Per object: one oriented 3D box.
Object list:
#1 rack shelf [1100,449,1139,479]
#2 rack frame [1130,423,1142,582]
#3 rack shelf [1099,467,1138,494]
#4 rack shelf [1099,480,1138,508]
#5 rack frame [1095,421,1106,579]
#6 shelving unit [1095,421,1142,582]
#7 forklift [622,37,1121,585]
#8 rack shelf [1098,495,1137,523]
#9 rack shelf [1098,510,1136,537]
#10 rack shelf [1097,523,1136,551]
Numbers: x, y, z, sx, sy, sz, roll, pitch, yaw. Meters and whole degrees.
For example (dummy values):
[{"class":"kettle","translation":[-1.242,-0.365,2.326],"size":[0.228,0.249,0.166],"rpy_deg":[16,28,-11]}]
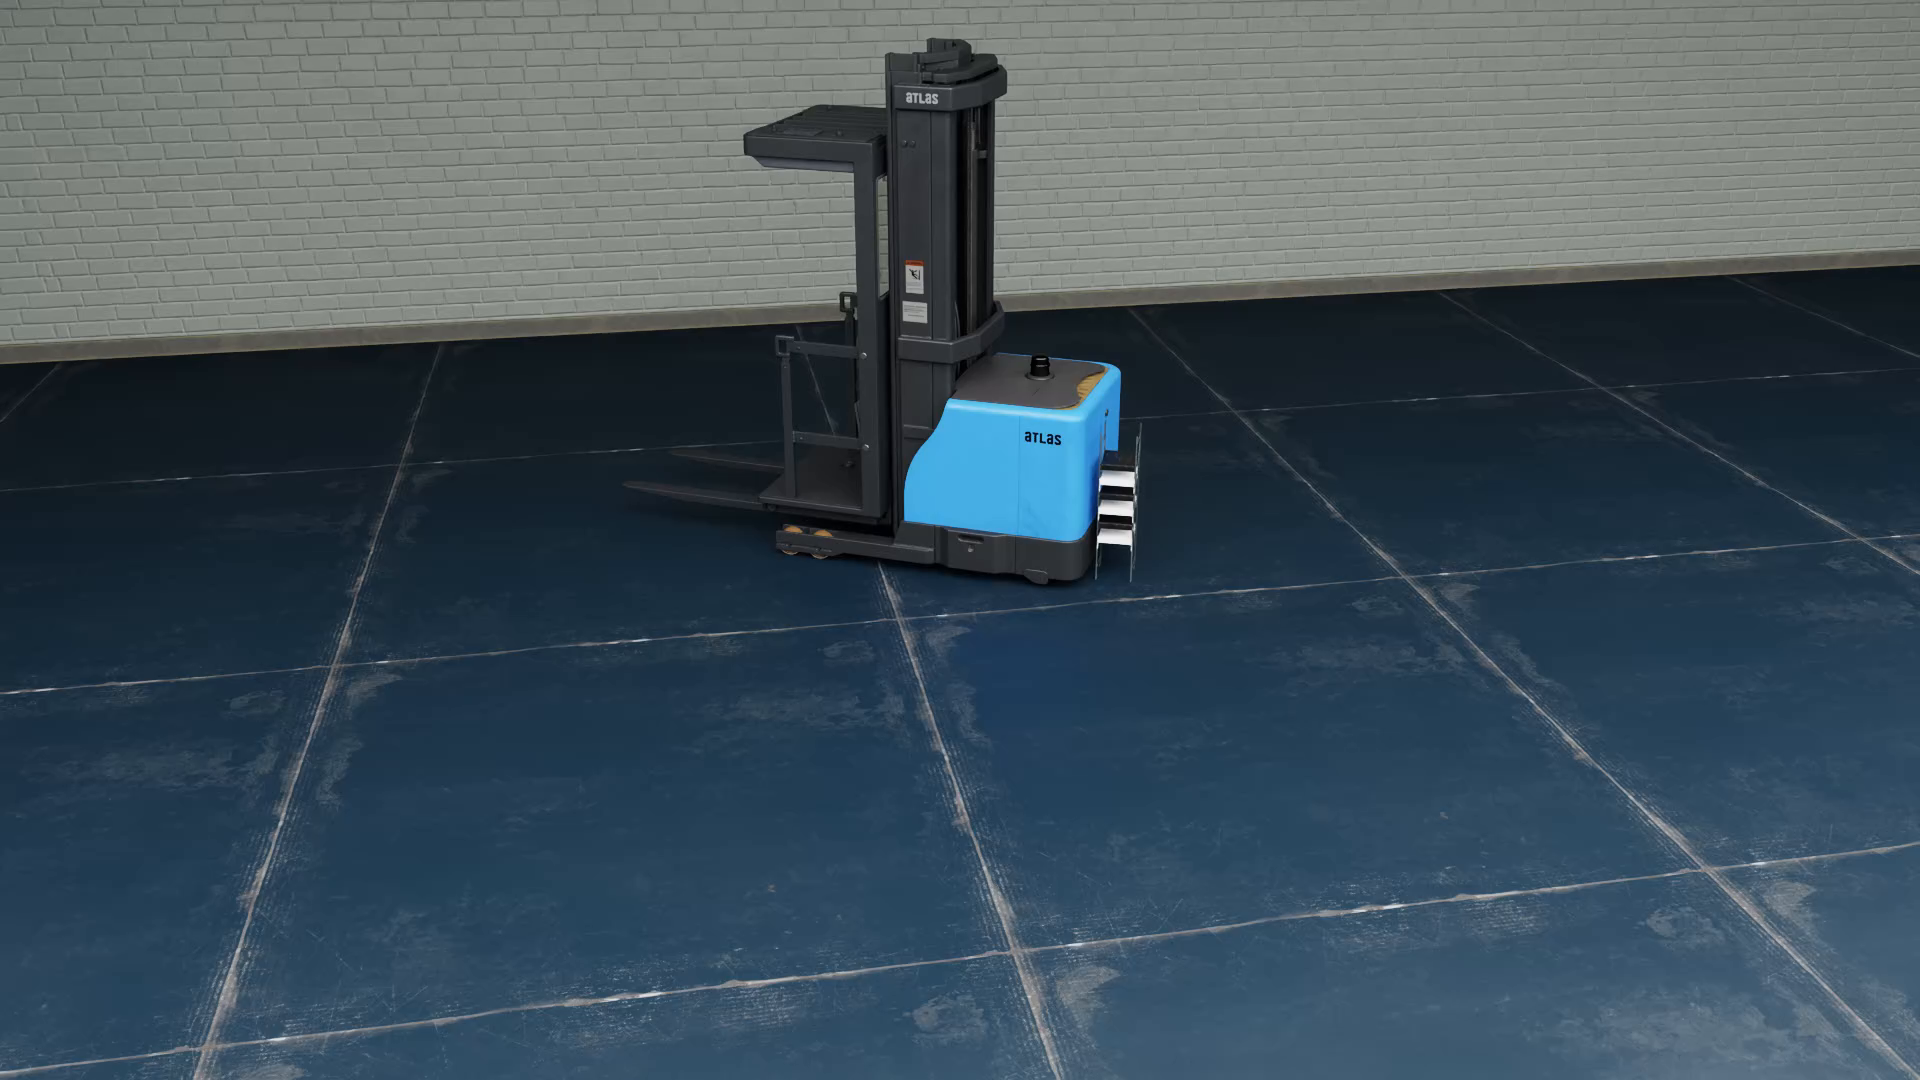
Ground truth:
[{"class":"rack shelf","translation":[0.916,-0.438,9.537],"size":[0.200,0.077,0.258],"rpy_deg":[4,24,10]},{"class":"rack frame","translation":[1.016,-0.213,9.613],"size":[0.006,0.900,0.240],"rpy_deg":[4,24,10]},{"class":"rack shelf","translation":[0.916,-0.355,9.573],"size":[0.200,0.077,0.258],"rpy_deg":[4,24,10]},{"class":"rack shelf","translation":[0.916,-0.273,9.609],"size":[0.200,0.077,0.258],"rpy_deg":[4,24,10]},{"class":"rack frame","translation":[0.816,-0.229,9.649],"size":[0.006,0.900,0.240],"rpy_deg":[4,24,10]},{"class":"shelving unit","translation":[0.916,-0.221,9.631],"size":[0.210,0.900,0.258],"rpy_deg":[4,24,10]},{"class":"forklift","translation":[-0.596,-1.422,9.844],"size":[3.031,2.935,1.130],"rpy_deg":[8,25,17]},{"class":"rack shelf","translation":[0.916,-0.190,9.645],"size":[0.200,0.077,0.258],"rpy_deg":[4,24,10]},{"class":"rack shelf","translation":[0.916,-0.108,9.681],"size":[0.200,0.077,0.258],"rpy_deg":[4,24,10]},{"class":"rack shelf","translation":[0.916,-0.025,9.717],"size":[0.200,0.077,0.258],"rpy_deg":[4,24,10]}]
